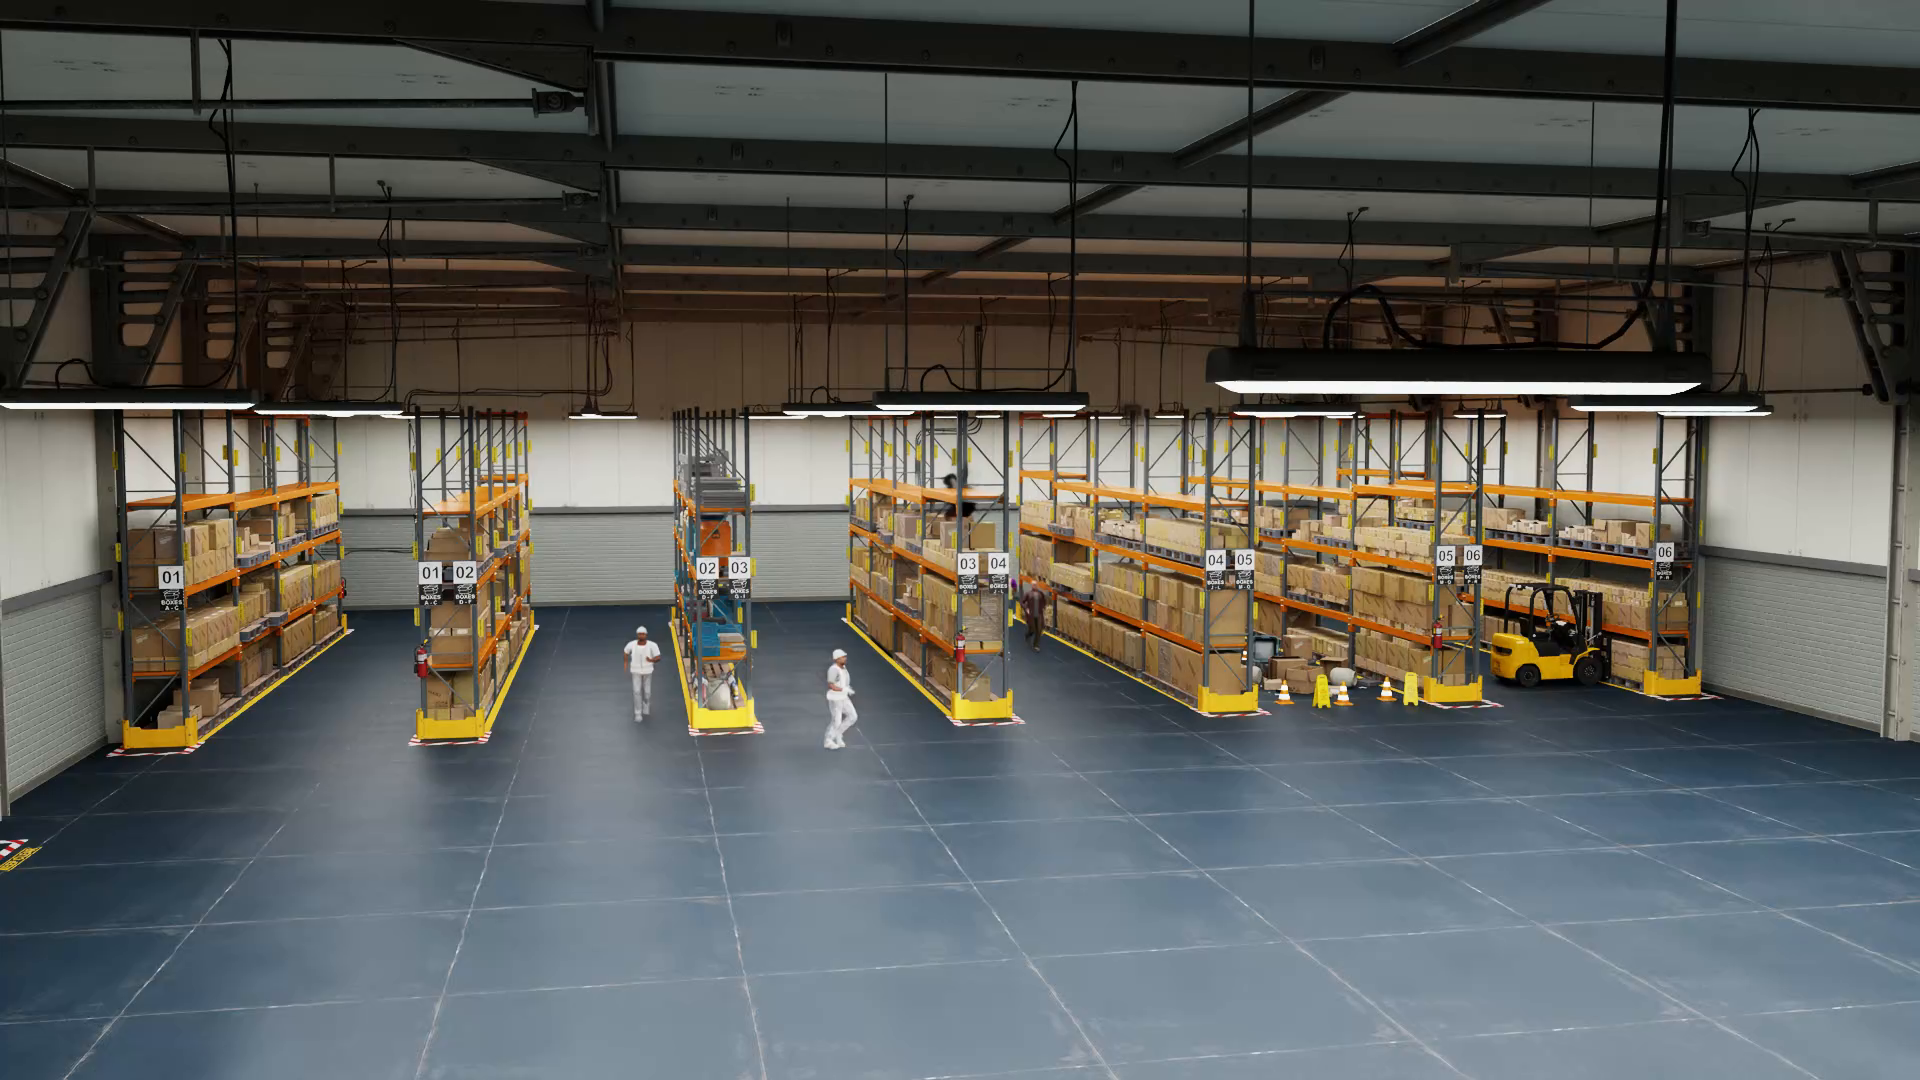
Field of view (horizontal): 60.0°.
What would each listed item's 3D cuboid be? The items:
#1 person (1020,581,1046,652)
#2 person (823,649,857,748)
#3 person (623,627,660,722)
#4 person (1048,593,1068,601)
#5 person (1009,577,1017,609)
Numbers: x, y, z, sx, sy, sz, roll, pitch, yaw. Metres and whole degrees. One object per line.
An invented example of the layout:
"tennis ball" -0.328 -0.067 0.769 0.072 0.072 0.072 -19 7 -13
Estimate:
"person" 1.862 1.896 41.695 0.711 1.754 0.877 -1 4 -14
"person" -2.079 2.777 29.015 0.653 1.756 0.660 2 4 21
"person" -6.102 2.539 31.906 0.705 1.760 0.966 -1 4 -11
"person" 2.945 1.298 50.147 0.638 1.750 0.702 0 4 -5
"person" 1.233 1.651 45.156 0.664 1.798 0.718 -1 4 -9
